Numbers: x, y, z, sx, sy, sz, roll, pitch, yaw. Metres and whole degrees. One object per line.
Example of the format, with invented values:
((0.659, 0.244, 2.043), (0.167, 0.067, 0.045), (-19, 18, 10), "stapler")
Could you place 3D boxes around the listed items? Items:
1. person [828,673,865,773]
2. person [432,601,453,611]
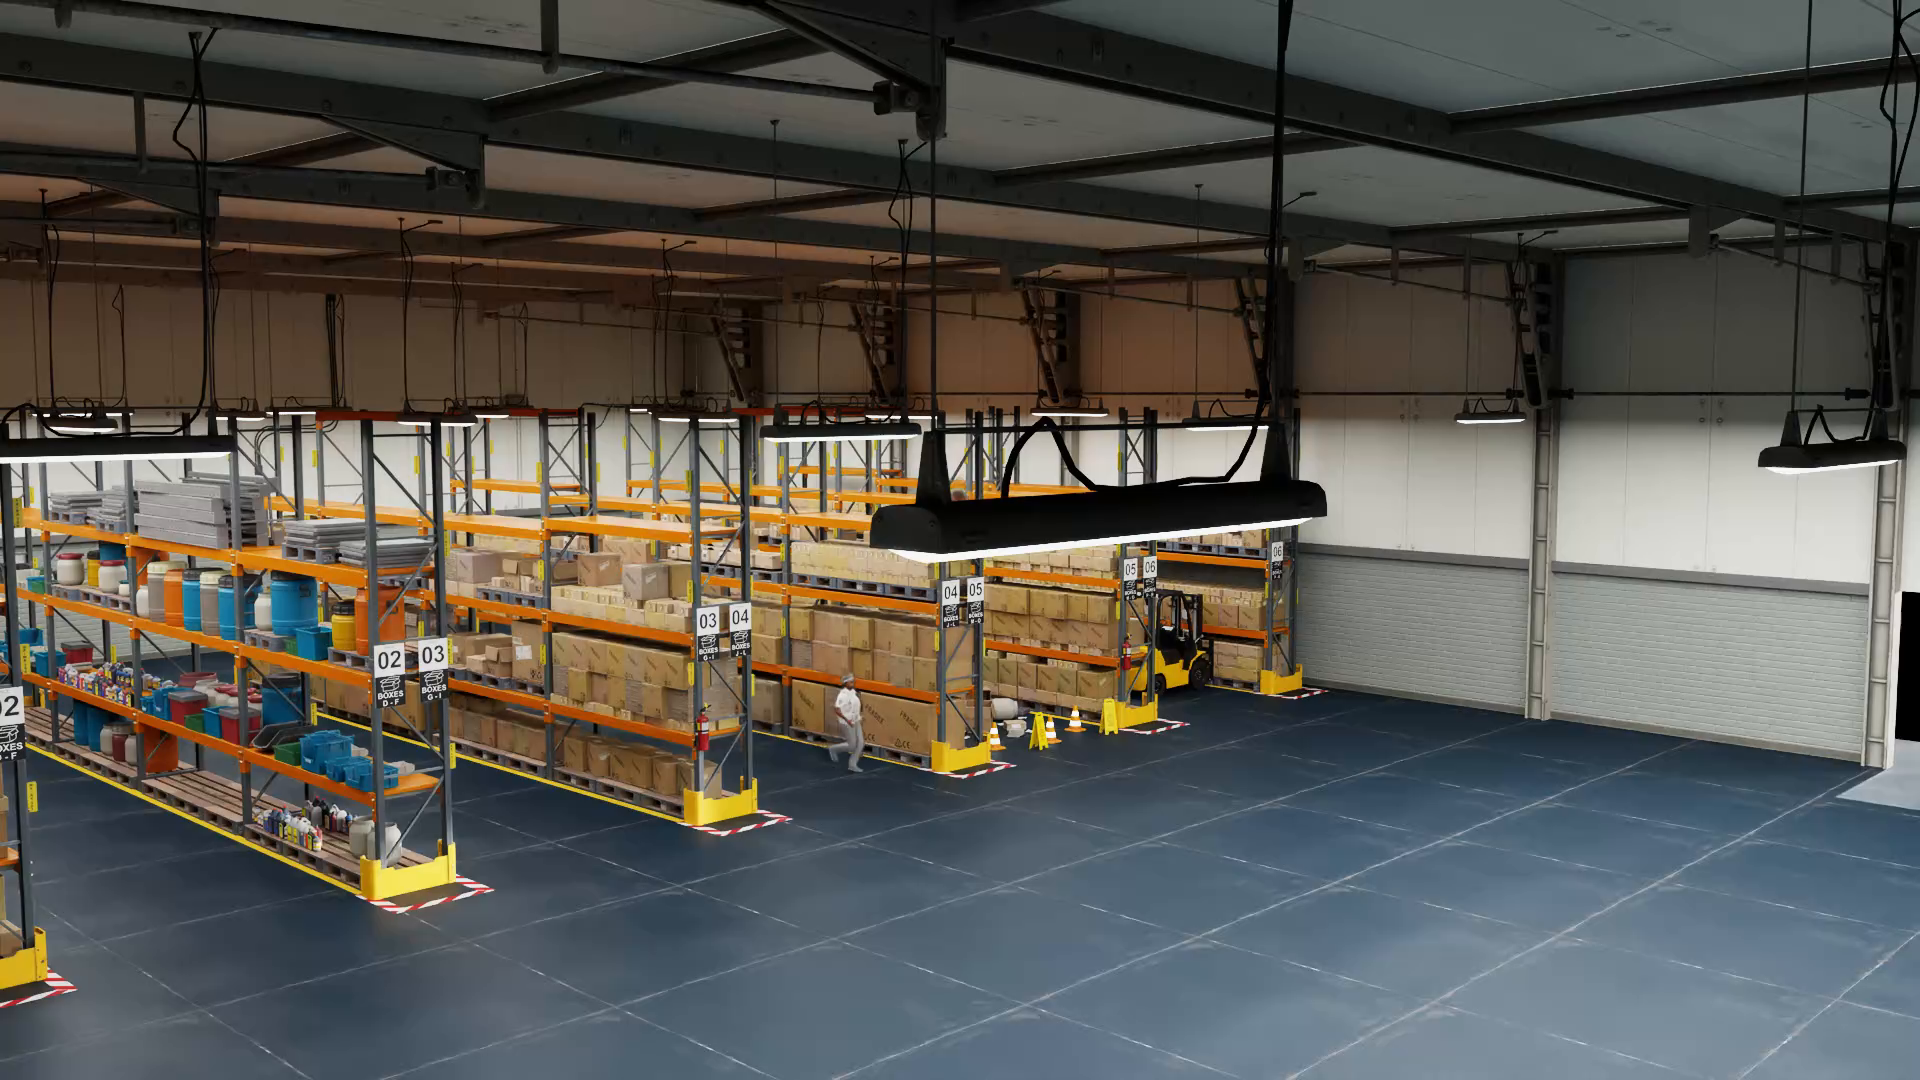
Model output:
((-1.863, 3.048, 27.834), (0.557, 1.665, 0.586), (3, 6, 28), "person")
((-12.468, 1.968, 39.949), (0.702, 1.720, 0.793), (3, 6, 32), "person")
